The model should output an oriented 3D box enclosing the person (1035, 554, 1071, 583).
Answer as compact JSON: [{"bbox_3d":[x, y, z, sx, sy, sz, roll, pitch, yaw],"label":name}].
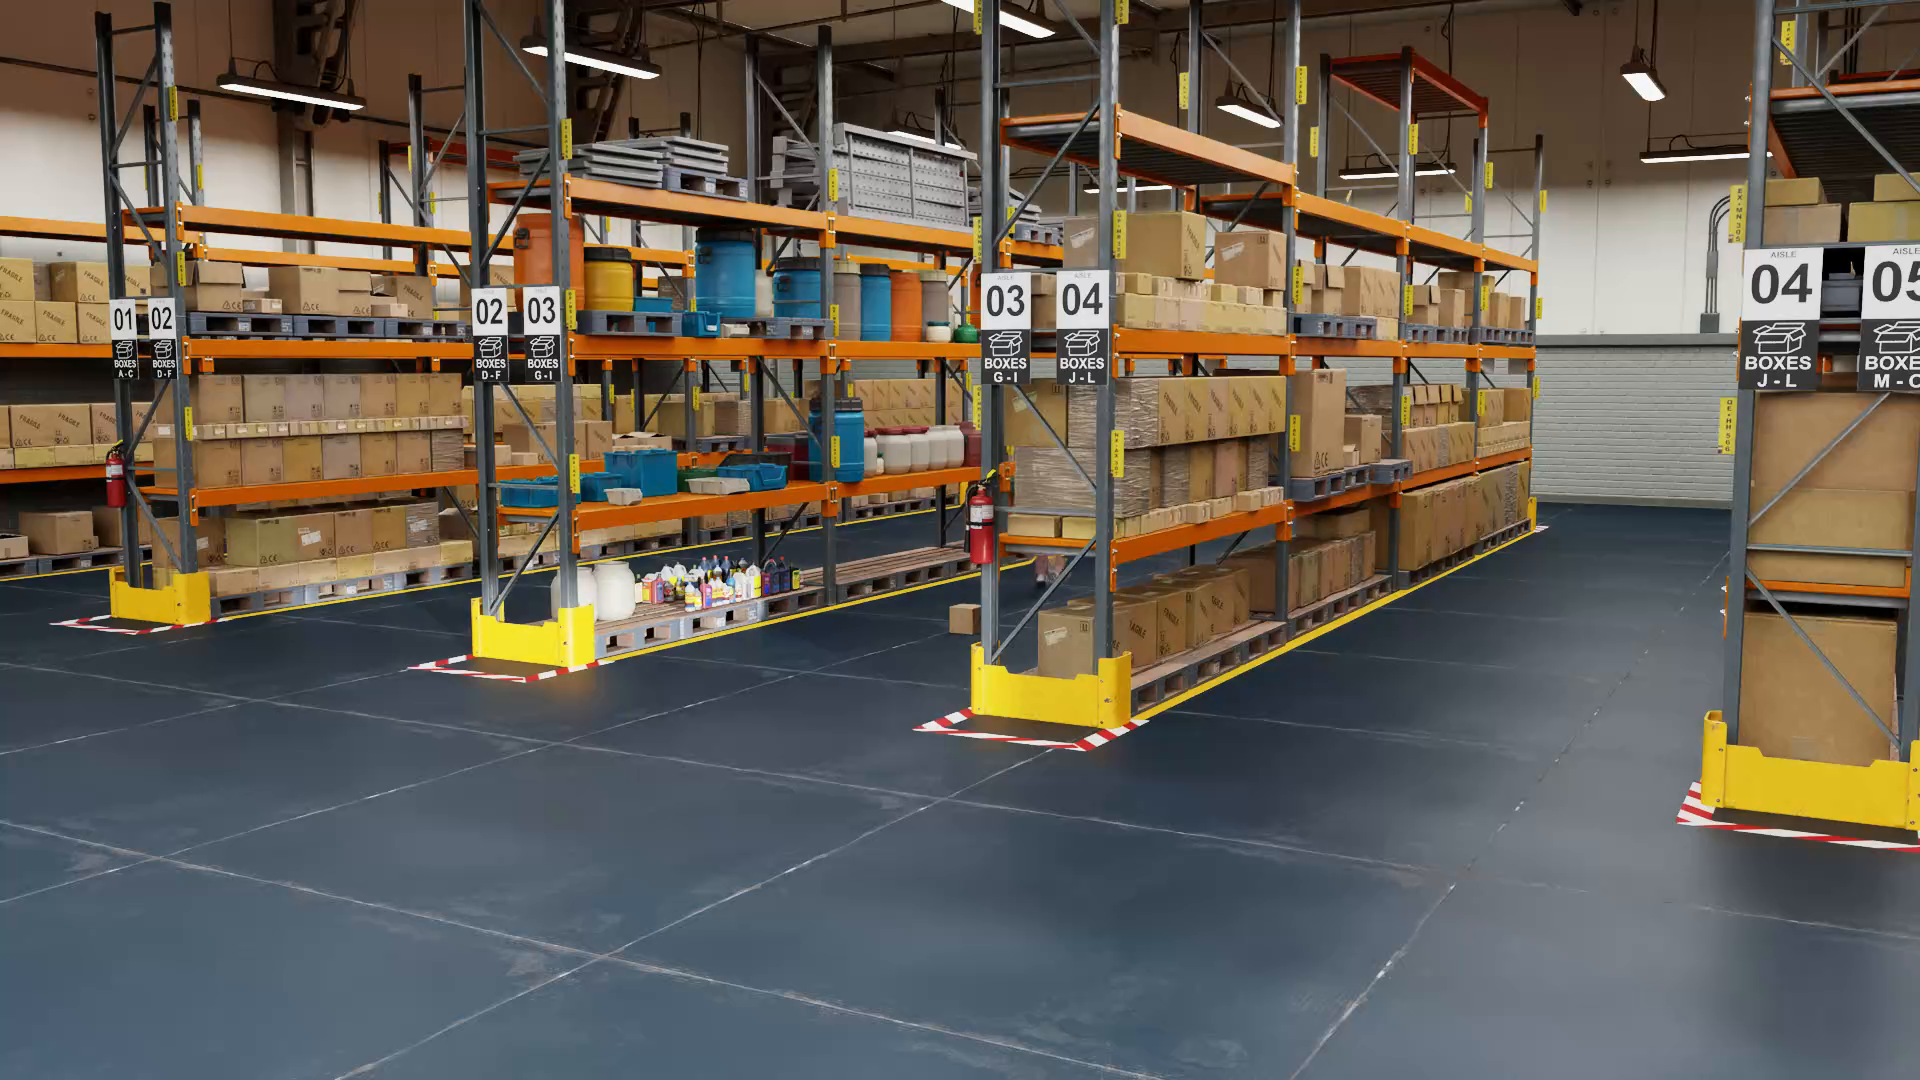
[{"bbox_3d":[1.056,-0.317,19.352,0.465,1.616,1.021,2,6,14],"label":"person"}]
